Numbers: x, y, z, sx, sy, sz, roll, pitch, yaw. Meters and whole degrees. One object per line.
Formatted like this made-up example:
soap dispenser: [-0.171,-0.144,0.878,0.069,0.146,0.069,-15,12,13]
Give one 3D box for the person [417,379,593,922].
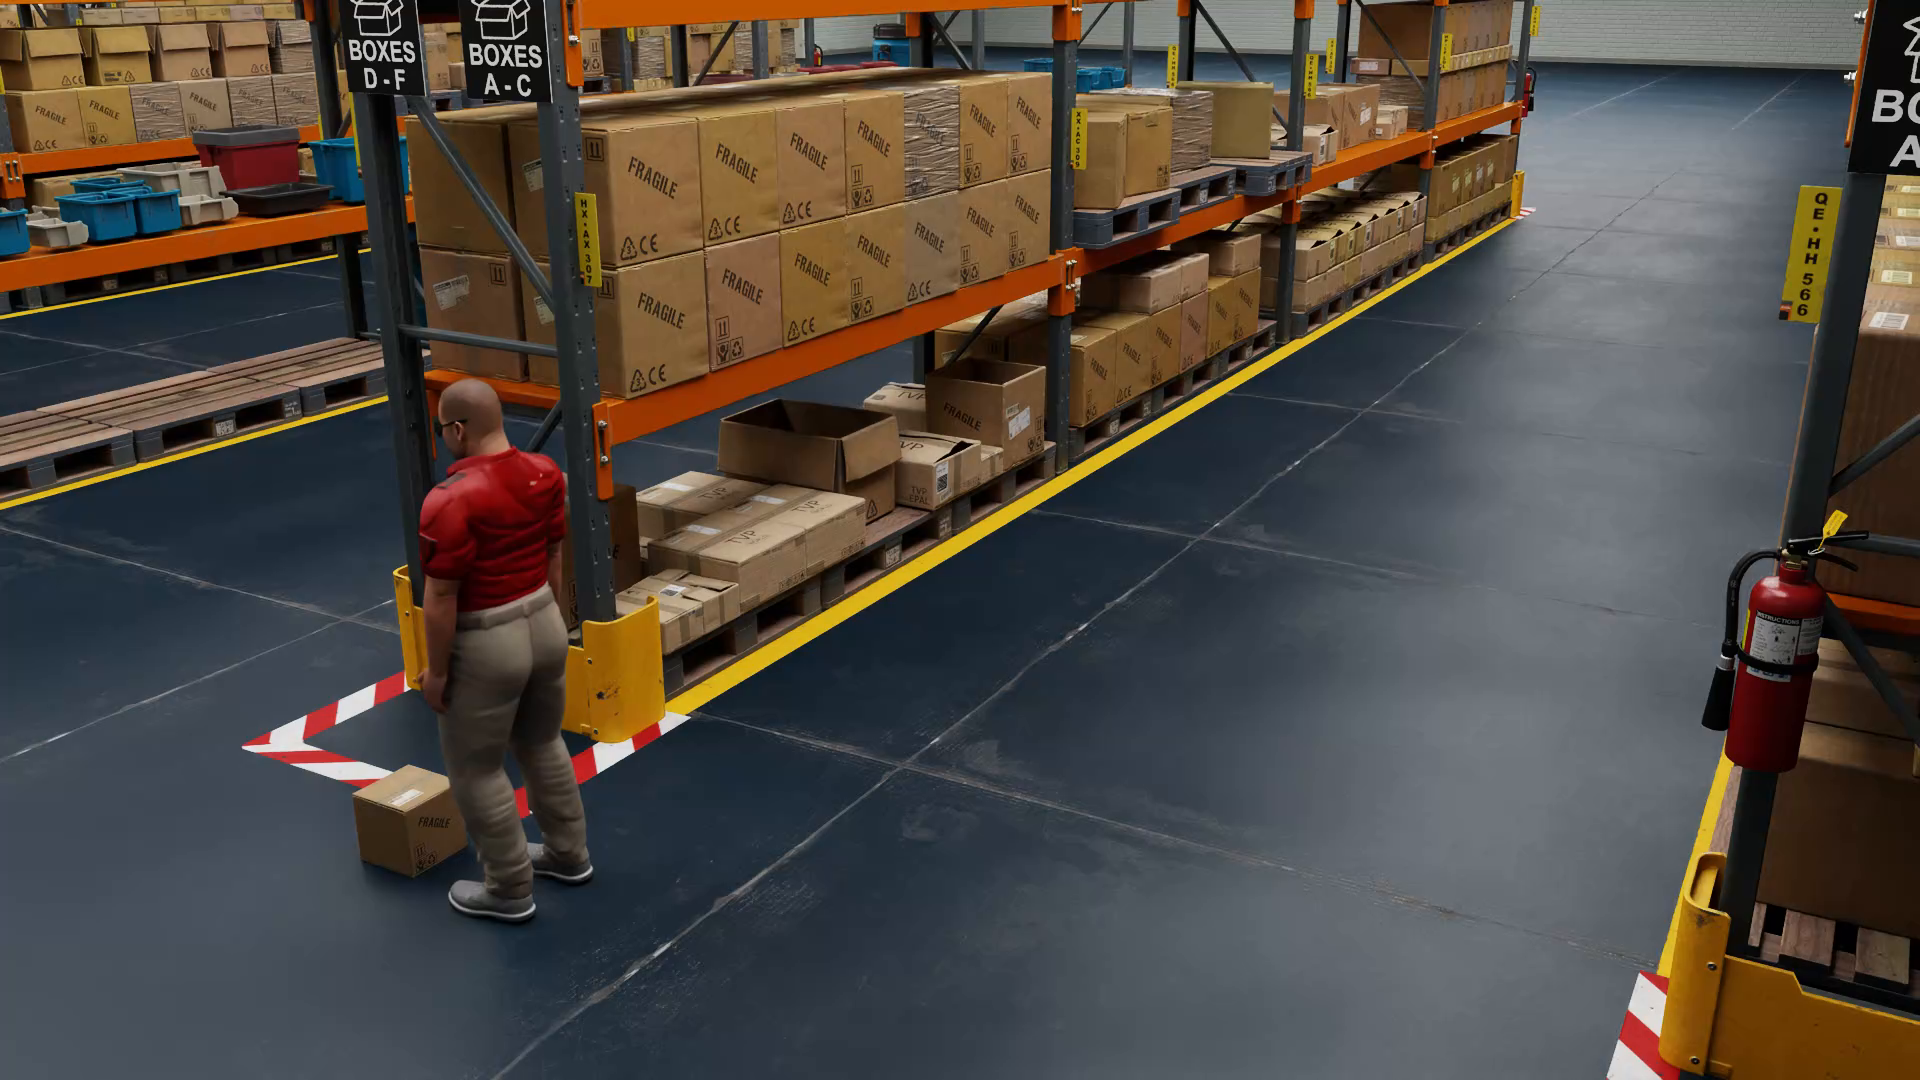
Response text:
person: [-1.440,0.342,5.134,0.352,1.721,0.529,11,22,29]
